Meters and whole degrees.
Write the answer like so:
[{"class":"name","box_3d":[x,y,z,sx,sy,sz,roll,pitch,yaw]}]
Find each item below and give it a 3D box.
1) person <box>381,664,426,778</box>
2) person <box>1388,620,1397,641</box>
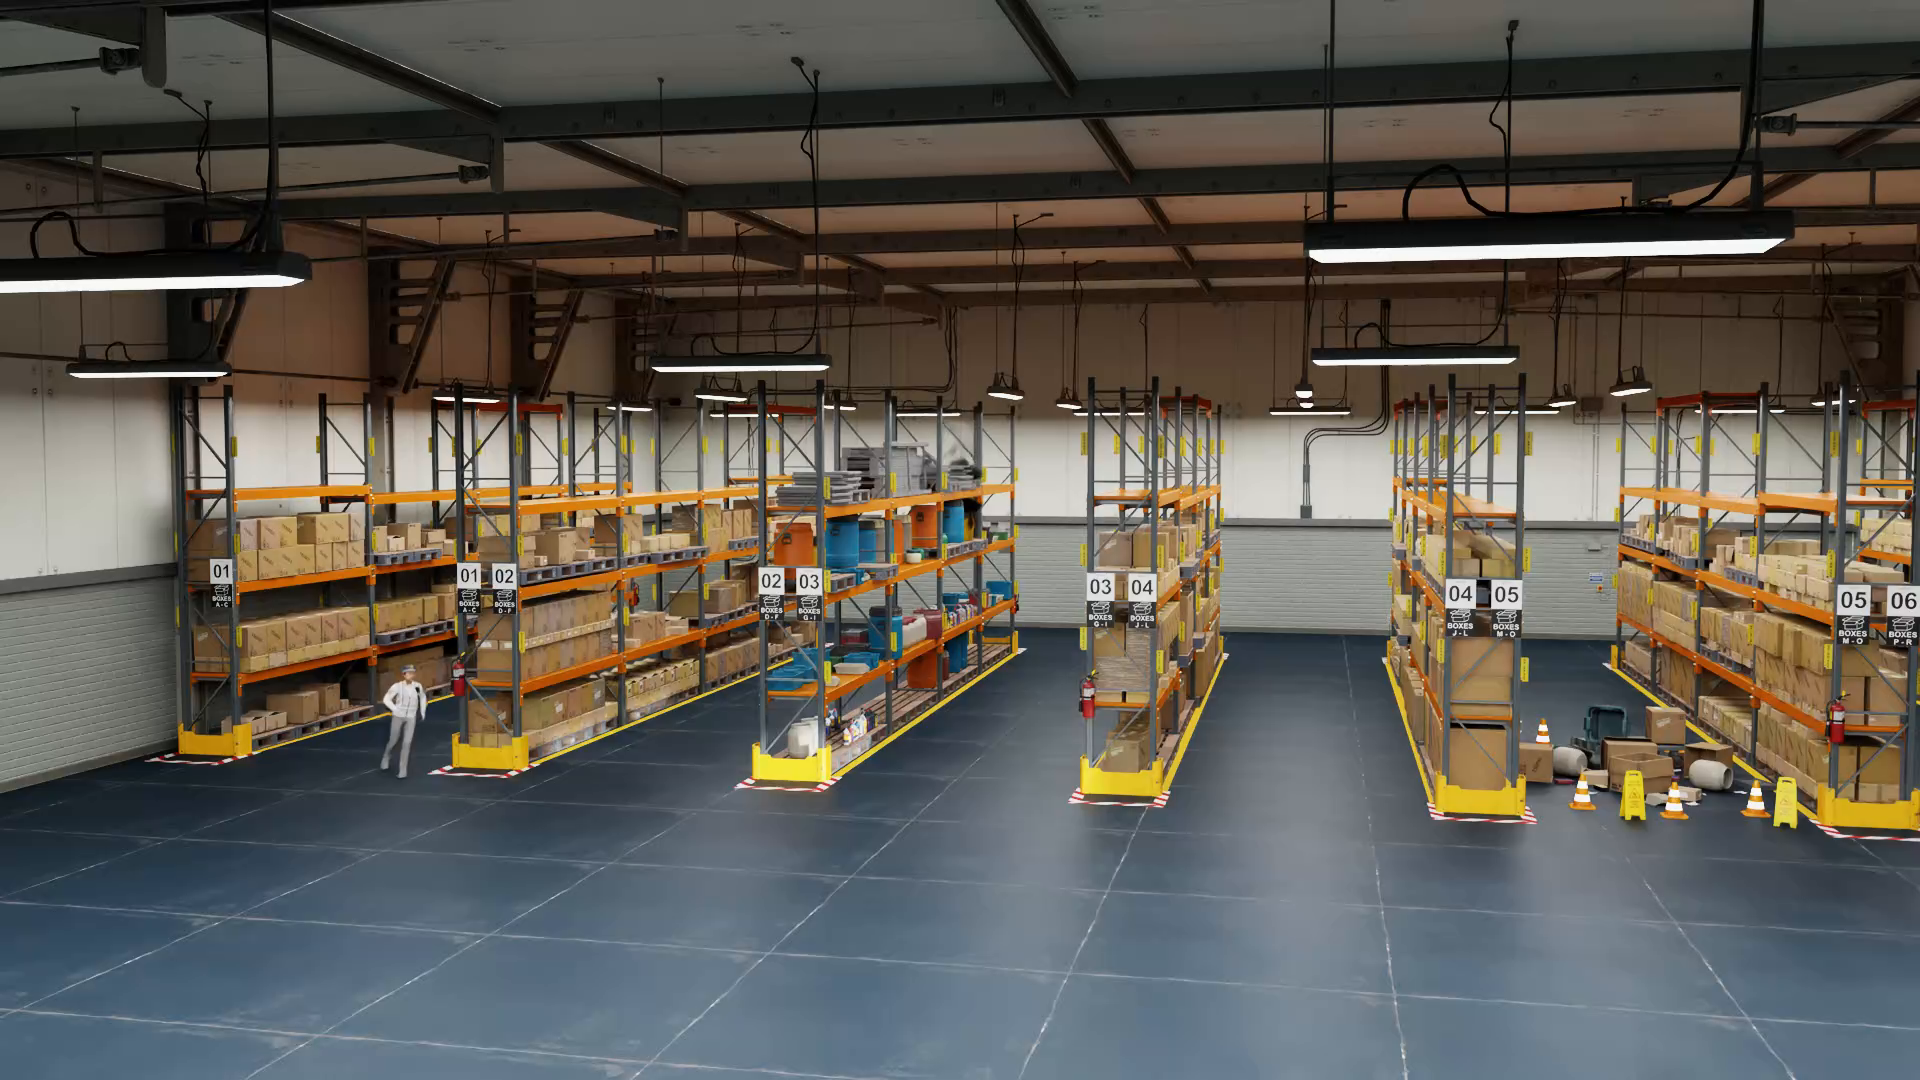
[{"class":"person","box_3d":[-8.476,2.732,25.455,0.675,1.665,0.924,-2,4,-29]},{"class":"person","box_3d":[10.557,2.008,39.795,0.641,1.607,0.667,1,3,16]}]
